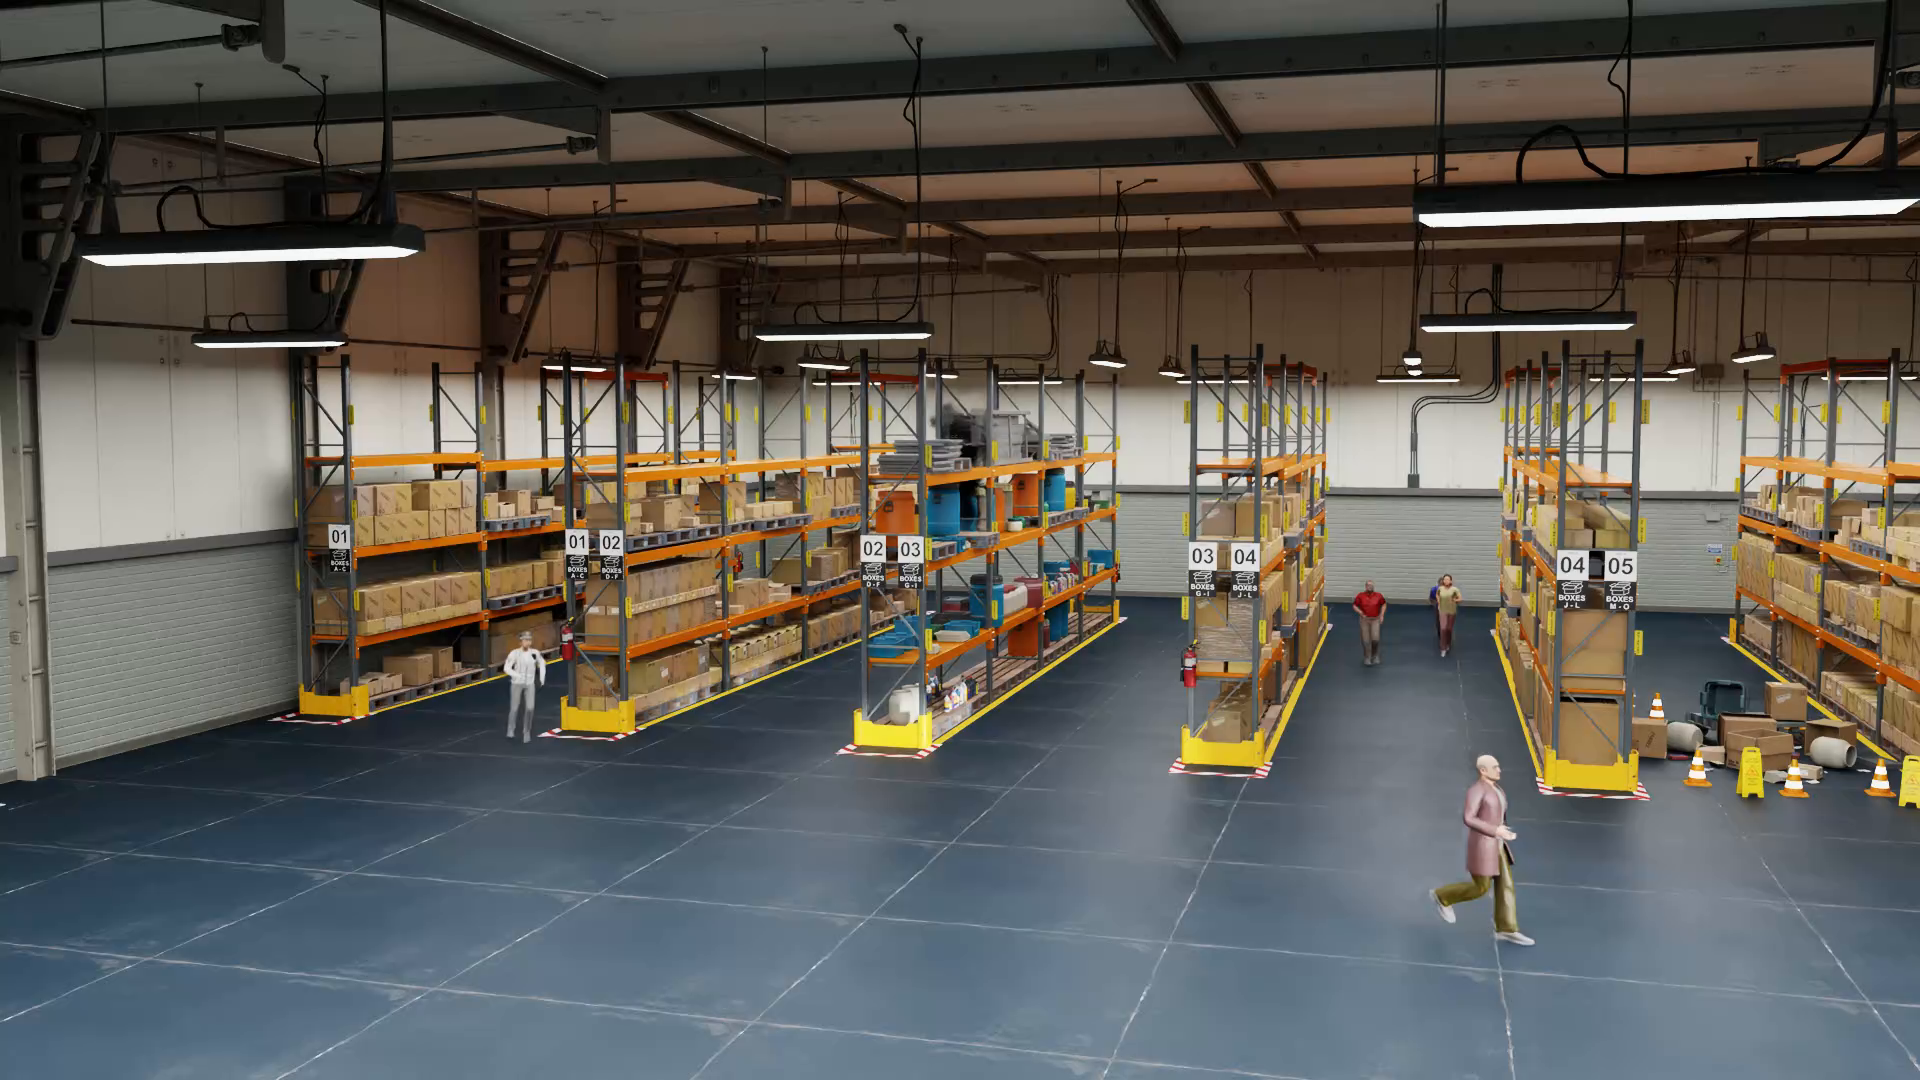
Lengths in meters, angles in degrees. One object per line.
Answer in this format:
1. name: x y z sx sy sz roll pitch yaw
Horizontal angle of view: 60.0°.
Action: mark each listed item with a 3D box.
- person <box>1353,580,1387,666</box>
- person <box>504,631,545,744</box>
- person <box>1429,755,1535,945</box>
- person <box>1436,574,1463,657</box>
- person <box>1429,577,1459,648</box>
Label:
1. person: 8.184 1.664 33.251 0.657 1.713 0.650 1 4 14
2. person: -6.683 2.268 25.567 0.658 1.762 0.653 -2 5 -25
3. person: 5.000 2.929 15.884 1.018 1.767 0.709 4 6 41
4. person: 10.221 1.606 34.767 0.551 1.640 0.824 1 5 19
5. person: 10.464 1.556 35.983 0.612 1.578 0.963 1 5 18
